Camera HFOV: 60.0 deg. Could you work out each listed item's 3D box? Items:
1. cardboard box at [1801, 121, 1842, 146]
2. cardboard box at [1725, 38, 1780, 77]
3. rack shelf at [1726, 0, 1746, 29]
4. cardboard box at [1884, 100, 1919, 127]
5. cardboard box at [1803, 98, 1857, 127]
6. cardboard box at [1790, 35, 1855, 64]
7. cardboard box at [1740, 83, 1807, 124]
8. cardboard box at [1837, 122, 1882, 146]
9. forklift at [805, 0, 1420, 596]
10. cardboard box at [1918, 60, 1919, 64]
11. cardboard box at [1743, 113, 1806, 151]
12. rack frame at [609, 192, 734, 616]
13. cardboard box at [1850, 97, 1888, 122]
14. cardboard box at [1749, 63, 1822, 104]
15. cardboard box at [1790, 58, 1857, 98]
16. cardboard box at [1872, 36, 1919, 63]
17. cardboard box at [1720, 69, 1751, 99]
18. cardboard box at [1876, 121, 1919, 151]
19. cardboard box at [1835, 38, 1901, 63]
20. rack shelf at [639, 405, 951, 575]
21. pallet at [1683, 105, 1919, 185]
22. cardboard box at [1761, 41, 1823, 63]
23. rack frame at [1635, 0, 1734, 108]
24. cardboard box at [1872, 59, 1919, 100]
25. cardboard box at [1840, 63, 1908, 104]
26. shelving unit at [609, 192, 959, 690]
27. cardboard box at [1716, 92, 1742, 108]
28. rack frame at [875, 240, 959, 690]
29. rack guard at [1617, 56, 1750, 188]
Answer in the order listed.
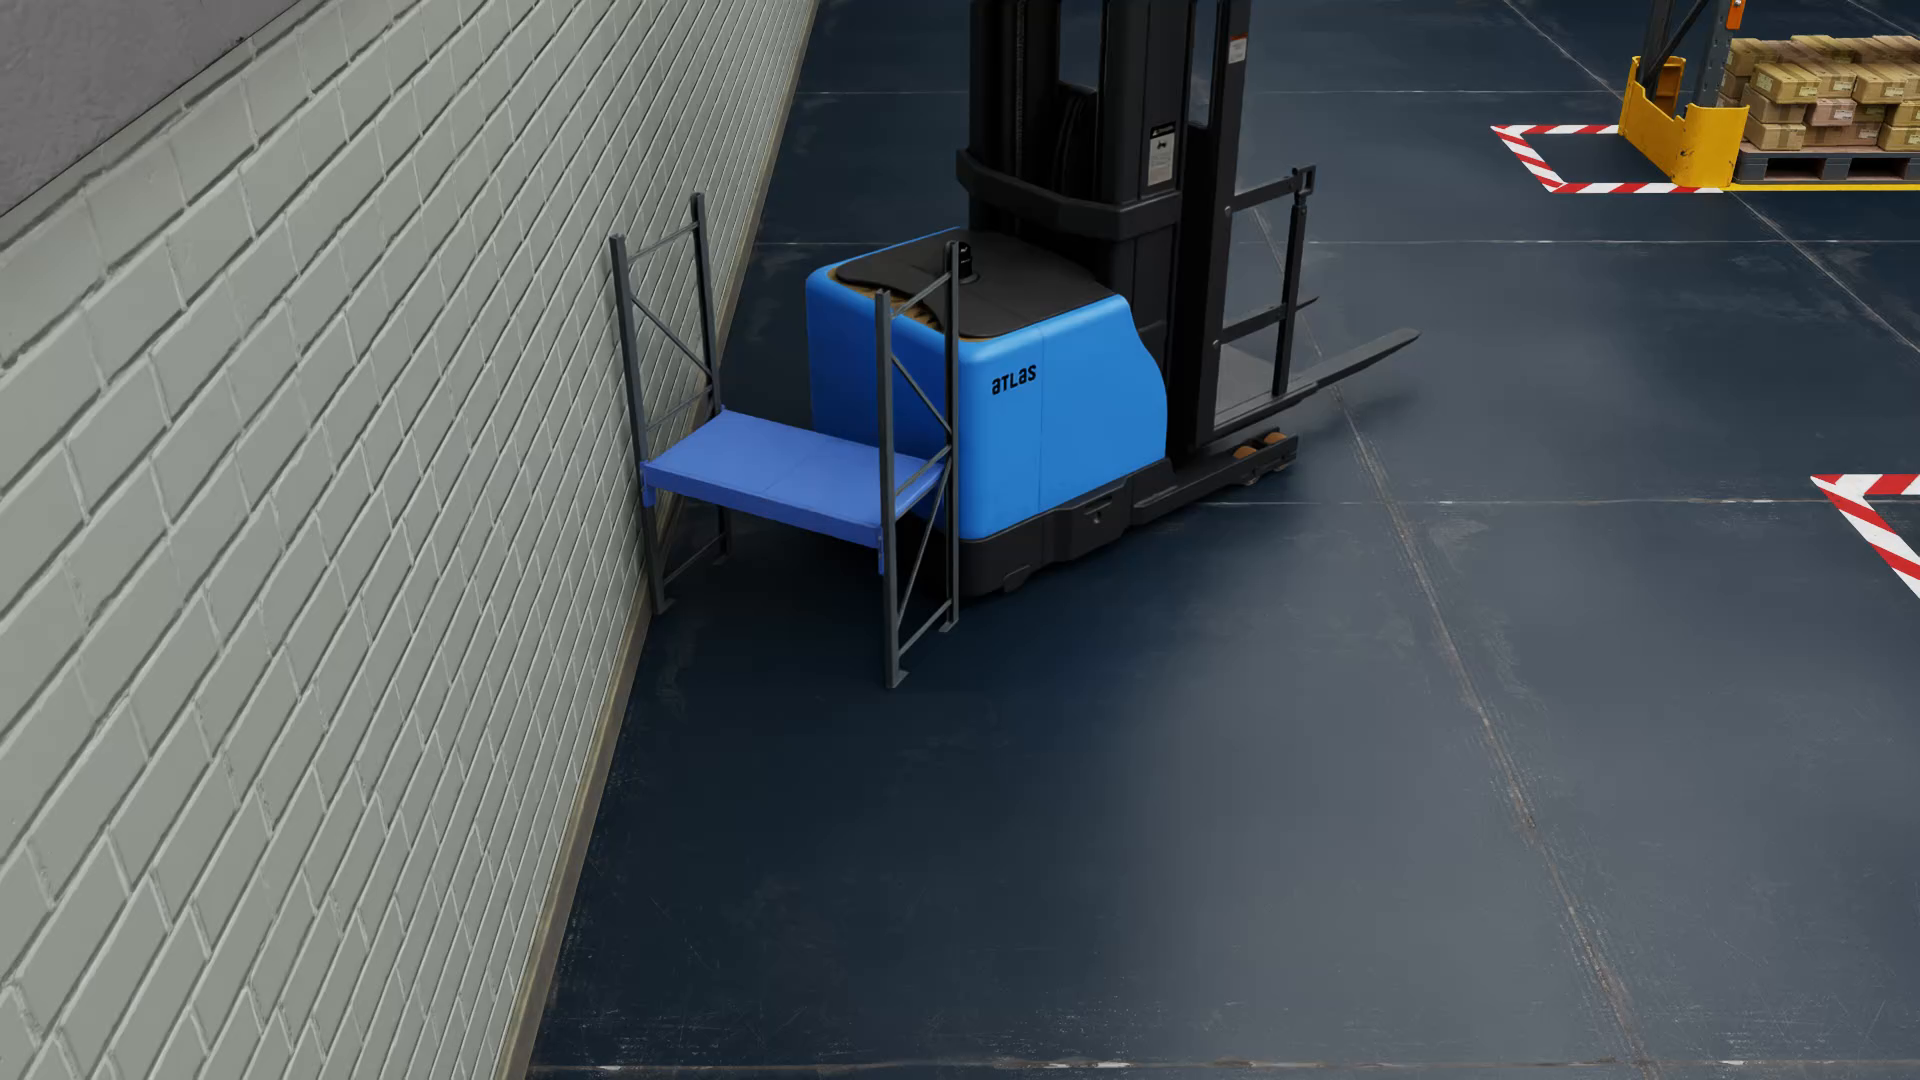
[{"bbox_3d":[5.361,-2.623,10.525,0.250,0.149,0.380,0,31,0],"label":"cardboard box"},{"bbox_3d":[5.102,-3.131,10.789,0.250,0.149,0.380,0,31,0],"label":"cardboard box"},{"bbox_3d":[6.574,-3.482,10.291,4.000,0.370,1.077,0,31,0],"label":"rack shelf"},{"bbox_3d":[5.875,-2.702,10.369,0.250,0.149,0.380,1,31,1],"label":"cardboard box"},{"bbox_3d":[5.374,-2.711,10.384,0.250,0.149,0.380,0,31,-1],"label":"cardboard box"},{"bbox_3d":[5.612,-3.169,10.852,0.250,0.149,0.380,-1,31,-1],"label":"cardboard box"},{"bbox_3d":[5.100,-2.740,10.430,0.250,0.149,0.380,1,31,2],"label":"cardboard box"},{"bbox_3d":[5.610,-2.627,10.532,0.250,0.149,0.380,0,31,0],"label":"cardboard box"},{"bbox_3d":[0.837,-1.674,6.683,3.031,2.935,1.130,-24,39,-34],"label":"forklift"},{"bbox_3d":[6.153,-2.861,10.344,0.250,0.149,0.380,1,31,2],"label":"cardboard box"},{"bbox_3d":[5.100,-2.580,10.453,0.250,0.149,0.380,0,31,1],"label":"cardboard box"},{"bbox_3d":[-1.035,-0.474,6.085,0.032,1.500,0.500,15,34,23],"label":"rack frame"},{"bbox_3d":[5.618,-2.758,10.460,0.250,0.149,0.380,0,31,0],"label":"cardboard box"},{"bbox_3d":[5.100,-2.824,10.282,0.250,0.149,0.380,-2,31,-3],"label":"cardboard box"},{"bbox_3d":[5.375,-2.887,10.386,0.250,0.149,0.380,0,31,1],"label":"cardboard box"},{"bbox_3d":[6.140,-3.167,10.848,0.250,0.149,0.380,1,31,2],"label":"cardboard box"},{"bbox_3d":[5.100,-3.021,10.894,0.250,0.149,0.380,-1,31,-2],"label":"cardboard box"},{"bbox_3d":[5.866,-2.571,10.439,0.250,0.149,0.380,0,31,0],"label":"cardboard box"},{"bbox_3d":[5.871,-3.137,10.799,0.250,0.149,0.380,-1,31,-2],"label":"cardboard box"},{"bbox_3d":[-0.584,-0.198,5.977,1.000,0.185,0.538,15,34,23],"label":"rack shelf"},{"bbox_3d":[5.463,-2.575,10.791,1.213,0.211,1.003,0,31,0],"label":"pallet"},{"bbox_3d":[5.354,-3.102,10.742,0.250,0.149,0.380,0,31,1],"label":"cardboard box"},{"bbox_3d":[4.574,-3.783,10.094,0.127,3.000,1.000,0,31,0],"label":"rack frame"},{"bbox_3d":[5.876,-2.865,10.350,0.250,0.149,0.380,-2,31,-3],"label":"cardboard box"},{"bbox_3d":[5.628,-2.821,10.278,0.250,0.149,0.380,0,31,0],"label":"cardboard box"},{"bbox_3d":[-0.584,-0.352,5.884,1.048,1.500,0.538,15,34,23],"label":"shelving unit"},{"bbox_3d":[5.100,-2.854,10.905,0.250,0.149,0.380,0,31,1],"label":"cardboard box"},{"bbox_3d":[-0.134,-0.230,5.682,0.032,1.500,0.500,15,34,23],"label":"rack frame"},{"bbox_3d":[4.650,-2.715,10.742,0.348,0.500,1.175,0,31,0],"label":"rack guard"}]
